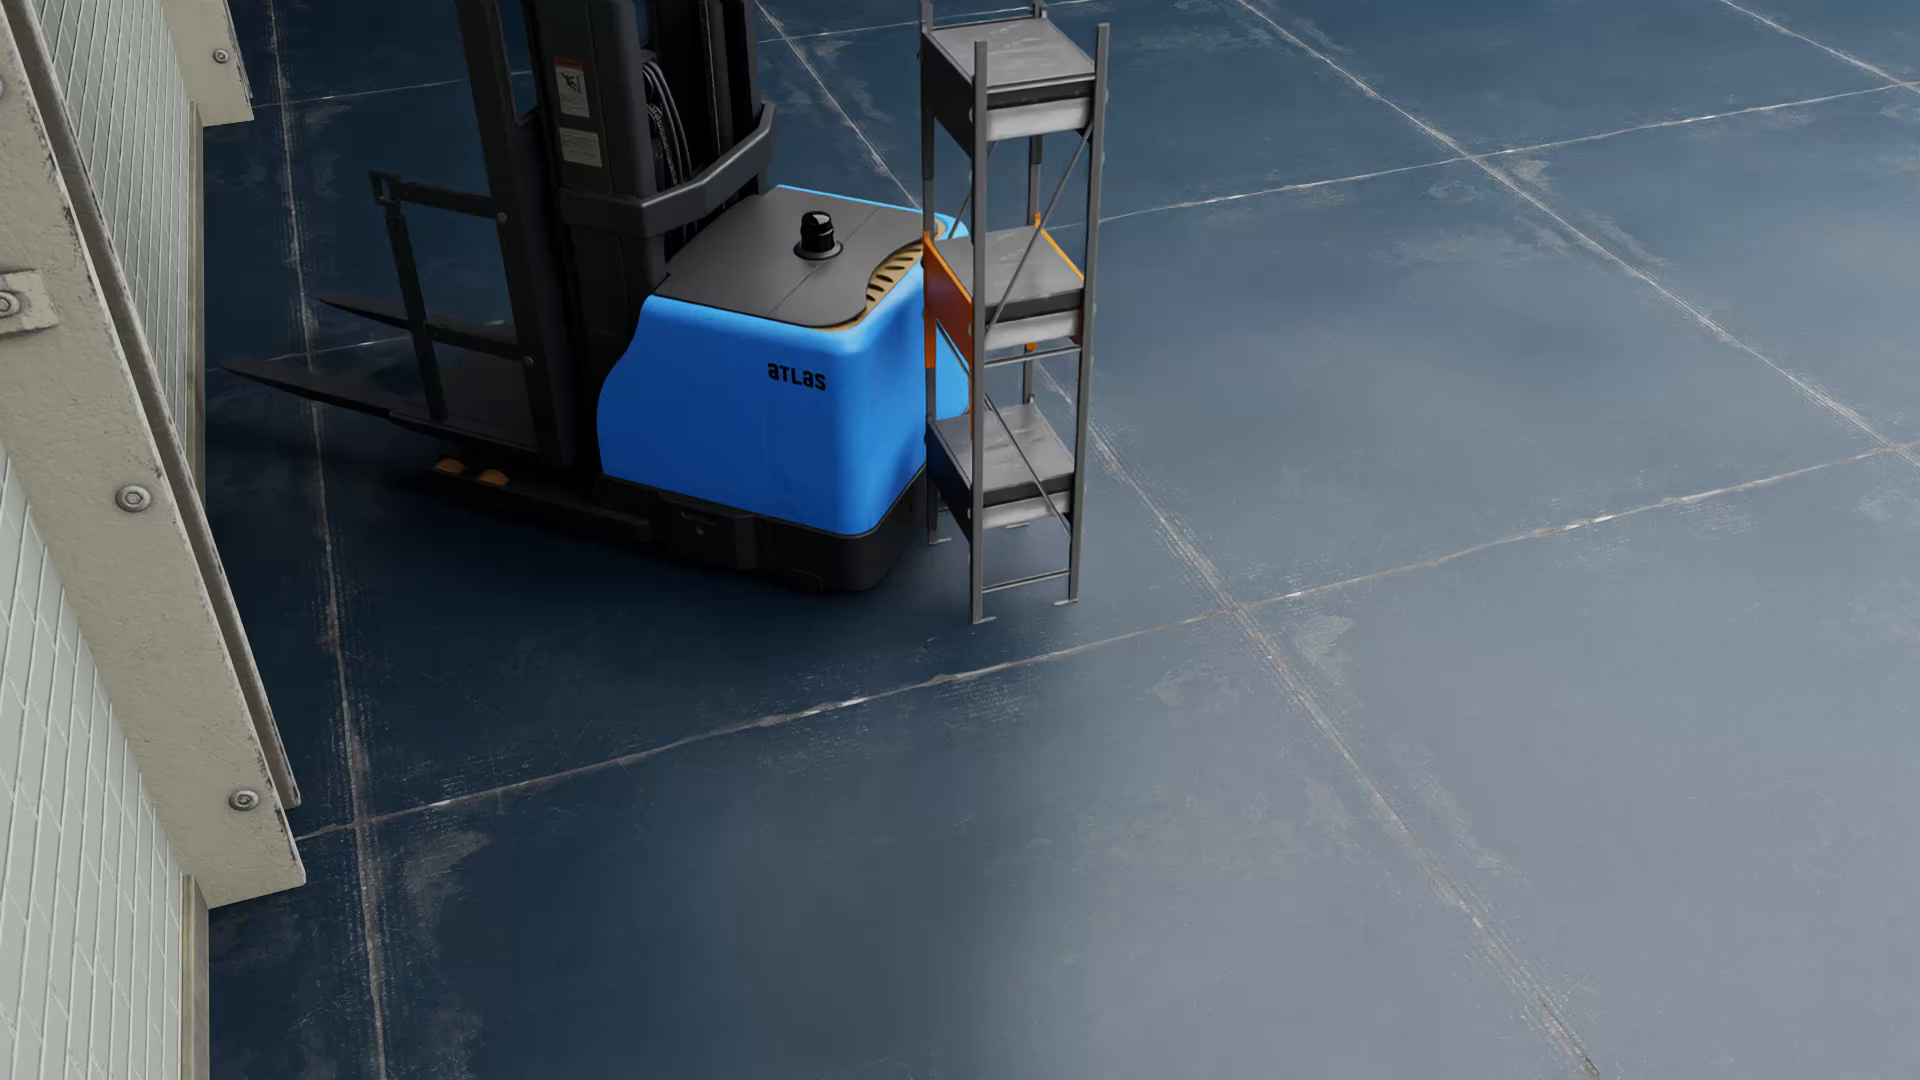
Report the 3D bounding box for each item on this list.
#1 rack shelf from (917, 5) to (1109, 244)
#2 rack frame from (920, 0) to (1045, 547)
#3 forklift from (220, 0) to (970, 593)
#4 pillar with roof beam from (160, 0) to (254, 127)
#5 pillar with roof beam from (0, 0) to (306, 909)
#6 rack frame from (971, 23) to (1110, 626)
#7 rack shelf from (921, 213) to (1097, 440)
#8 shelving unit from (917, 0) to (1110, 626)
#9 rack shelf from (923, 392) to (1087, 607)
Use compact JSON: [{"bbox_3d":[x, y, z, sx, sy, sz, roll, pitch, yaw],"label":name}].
[{"bbox_3d":[0.151,-1.266,5.045,0.431,0.518,0.480,-12,39,-15],"label":"rack shelf"},{"bbox_3d":[0.071,-0.857,5.642,0.400,2.100,0.015,-12,39,-15],"label":"rack frame"},{"bbox_3d":[-1.521,-1.551,5.873,3.031,2.935,1.130,14,39,18],"label":"forklift"},{"bbox_3d":[-0.165,-6.940,7.985,9.100,9.000,0.400,-12,39,-16],"label":"pillar with roof beam"},{"bbox_3d":[1.900,-3.551,3.485,9.100,9.000,0.400,-12,39,-16],"label":"pillar with roof beam"},{"bbox_3d":[0.231,-0.580,5.274,0.400,2.100,0.015,-12,39,-15],"label":"rack frame"},{"bbox_3d":[0.151,-0.707,5.467,0.431,0.518,0.480,-12,39,-15],"label":"rack shelf"},{"bbox_3d":[0.151,-0.718,5.458,0.431,2.100,0.503,-12,39,-15],"label":"shelving unit"},{"bbox_3d":[0.151,-0.148,5.888,0.431,0.518,0.480,-12,39,-15],"label":"rack shelf"}]
